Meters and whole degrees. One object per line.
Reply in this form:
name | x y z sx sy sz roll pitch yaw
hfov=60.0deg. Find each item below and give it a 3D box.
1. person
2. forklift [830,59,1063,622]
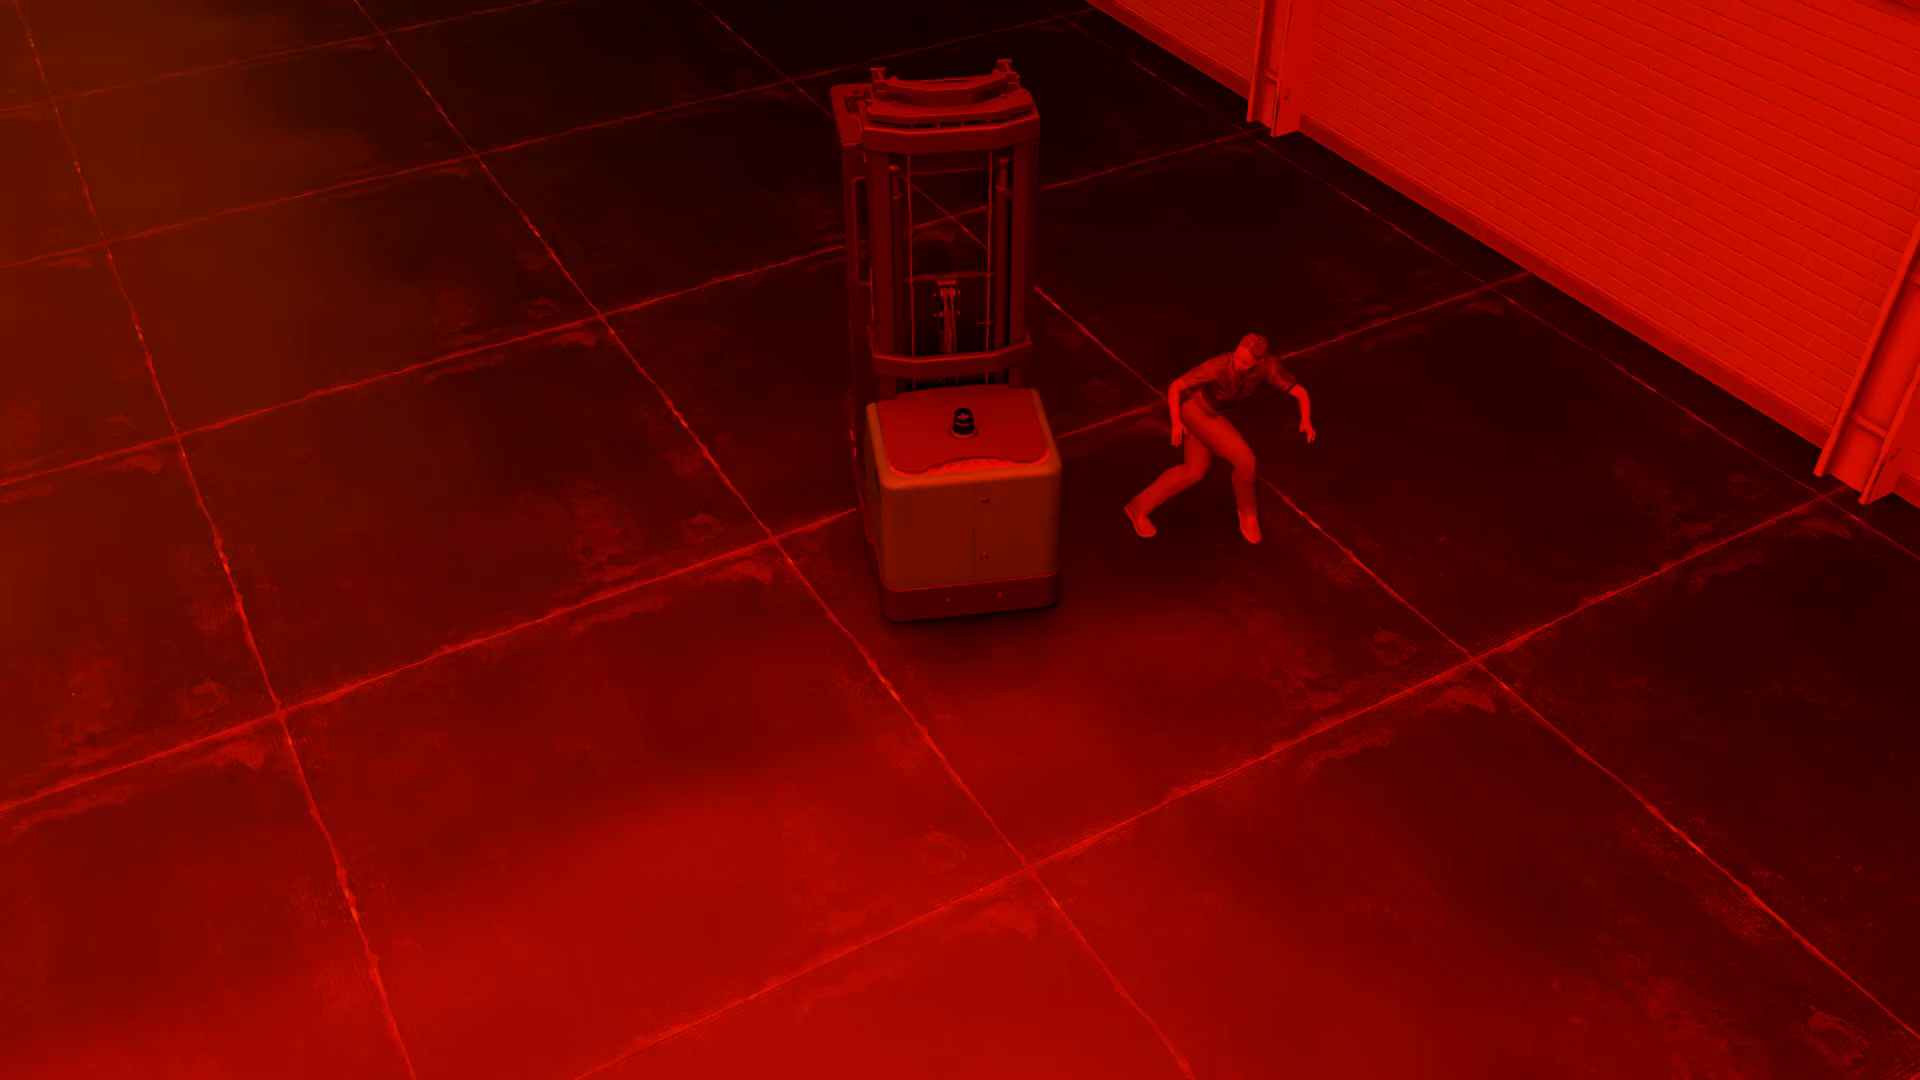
person | 1.579 -0.573 9.925 0.987 1.438 0.886 32 49 33
forklift | -0.149 -1.595 9.959 1.130 2.935 3.031 -6 40 -7
